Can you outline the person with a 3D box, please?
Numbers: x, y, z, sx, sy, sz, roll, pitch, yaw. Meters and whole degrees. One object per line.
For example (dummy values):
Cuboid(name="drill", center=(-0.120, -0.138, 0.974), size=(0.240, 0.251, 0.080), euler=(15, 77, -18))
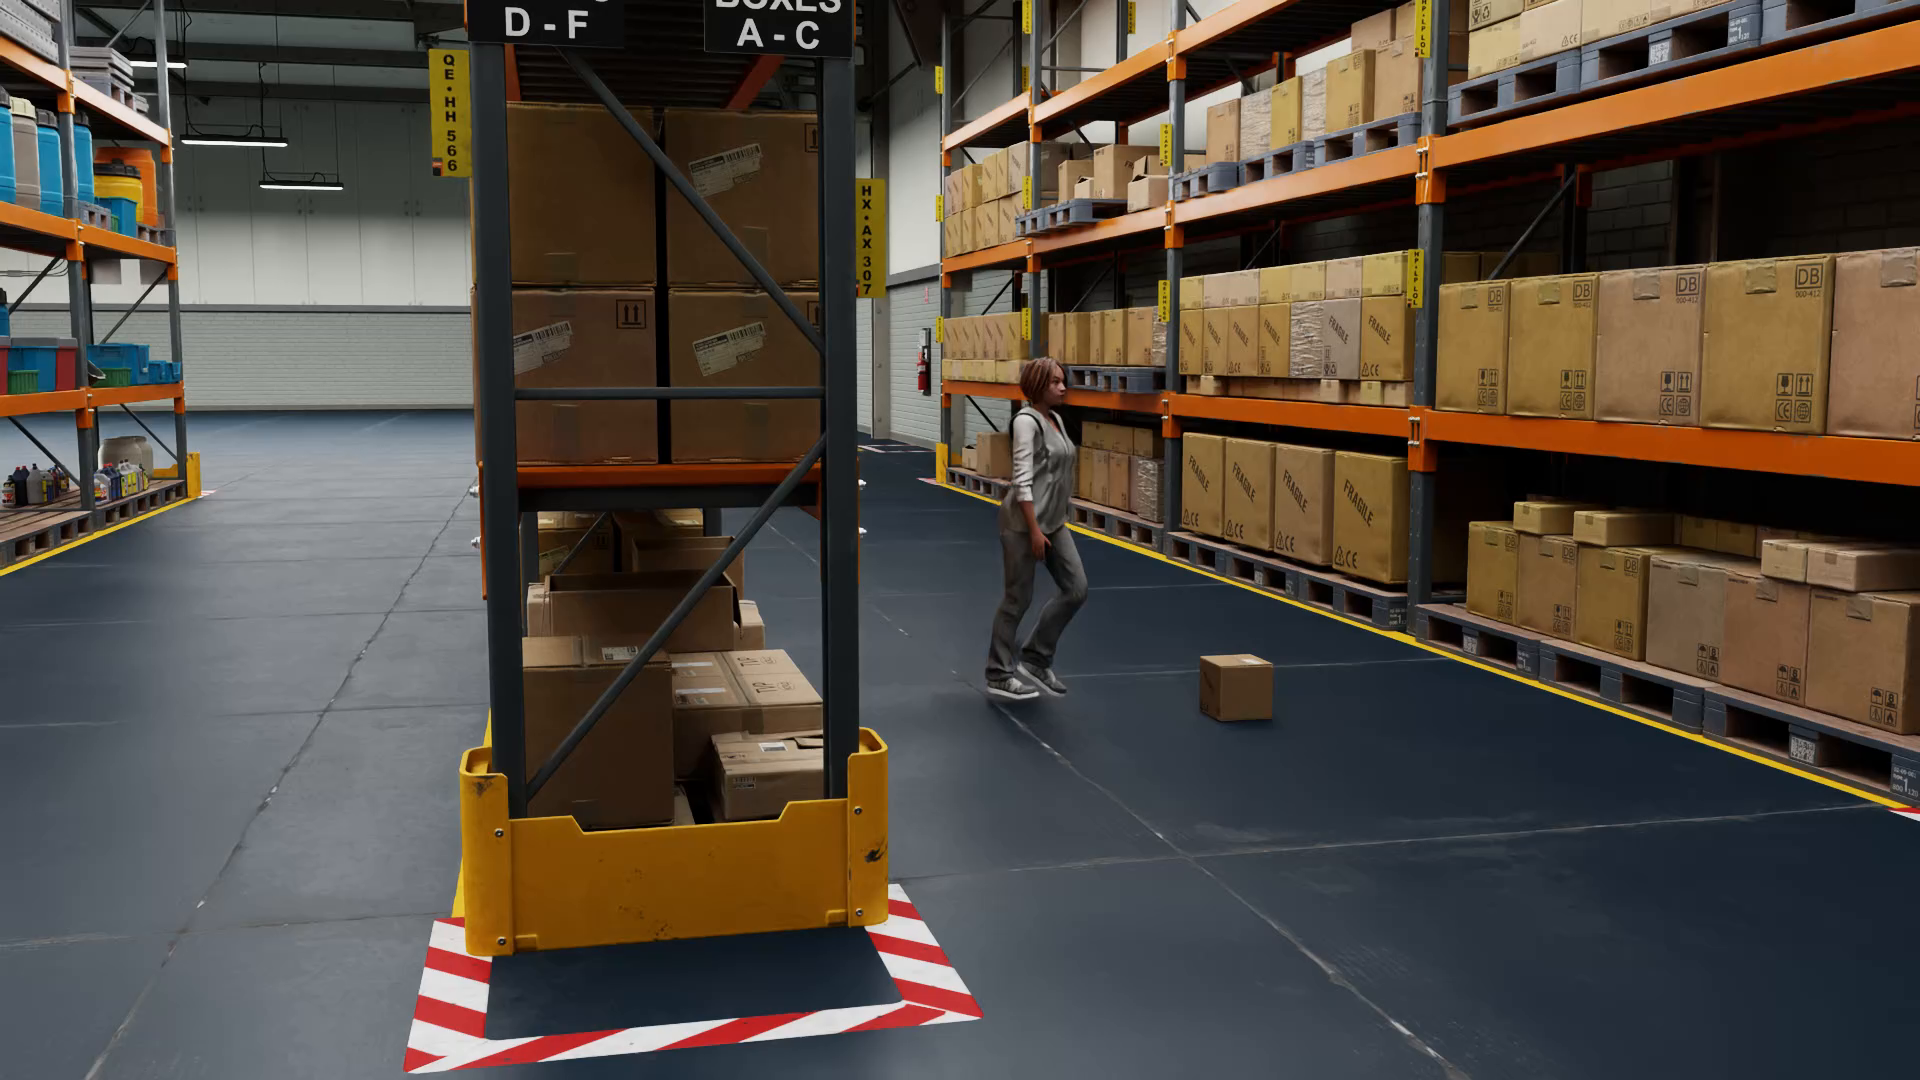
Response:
Cuboid(name="person", center=(0.386, -0.013, 7.609), size=(0.536, 1.635, 0.427), euler=(4, 7, 32))
